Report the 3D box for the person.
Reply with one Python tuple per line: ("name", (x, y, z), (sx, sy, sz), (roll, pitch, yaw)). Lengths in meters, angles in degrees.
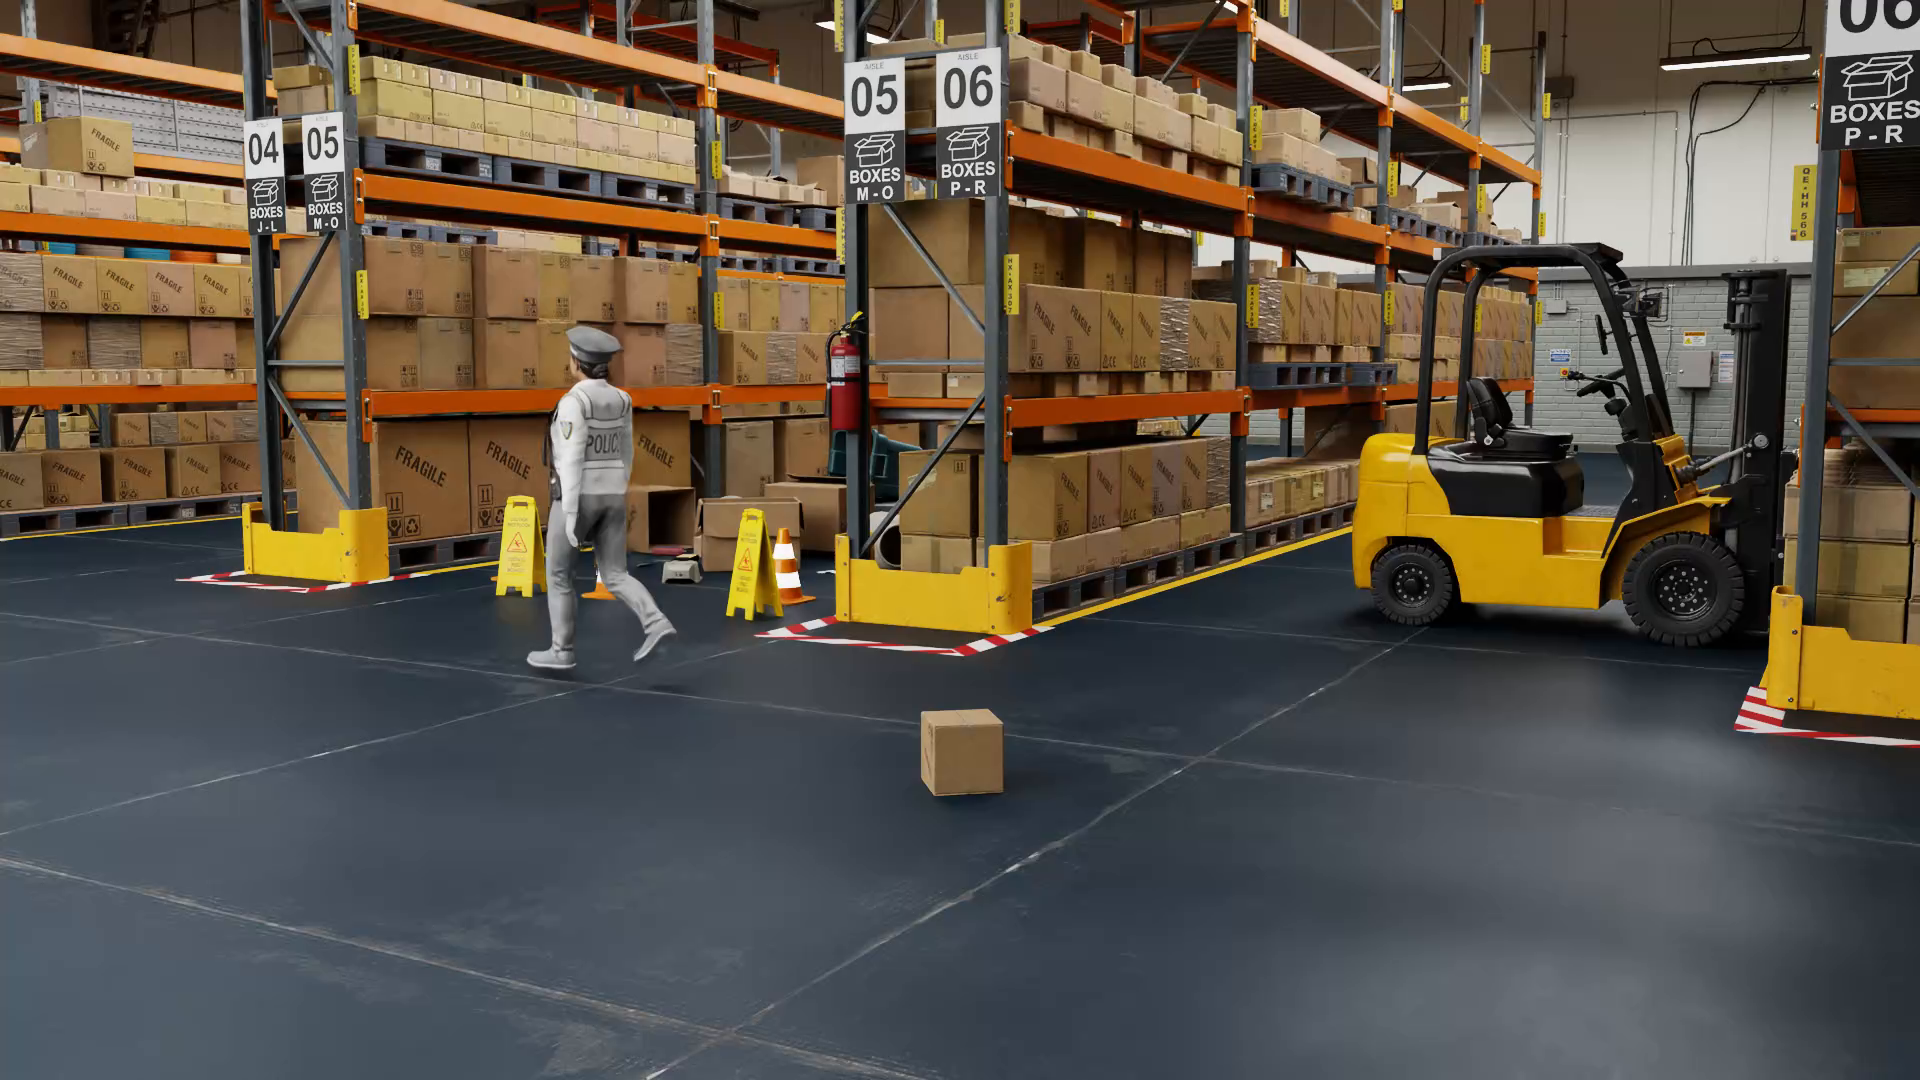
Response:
("person", (-1.721, -0.190, 7.924), (0.873, 1.654, 0.502), (4, 8, 36))
